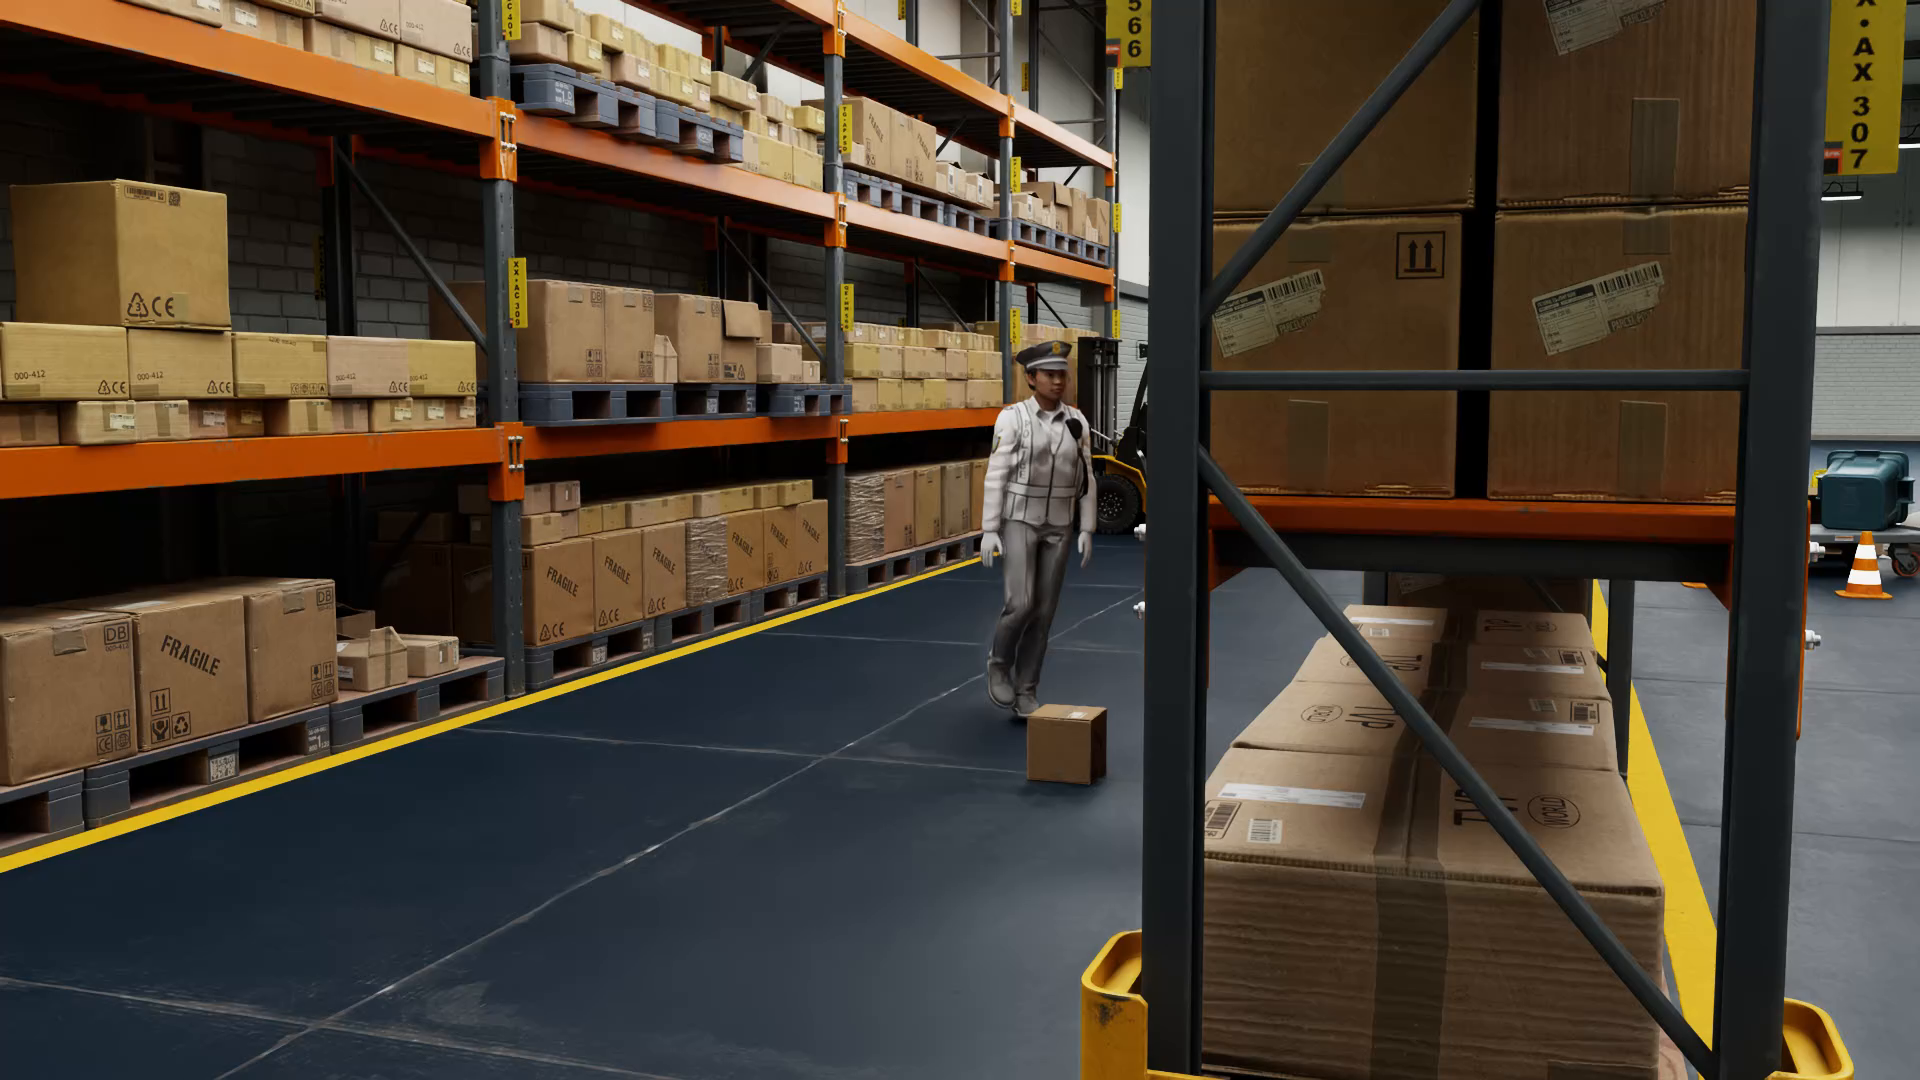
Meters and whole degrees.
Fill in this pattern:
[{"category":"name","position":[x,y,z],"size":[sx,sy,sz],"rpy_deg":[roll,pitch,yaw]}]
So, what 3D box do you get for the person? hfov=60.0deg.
[{"category":"person","position":[0.339,-0.043,7.390],"size":[0.551,1.676,0.442],"rpy_deg":[-2,6,-18]}]
